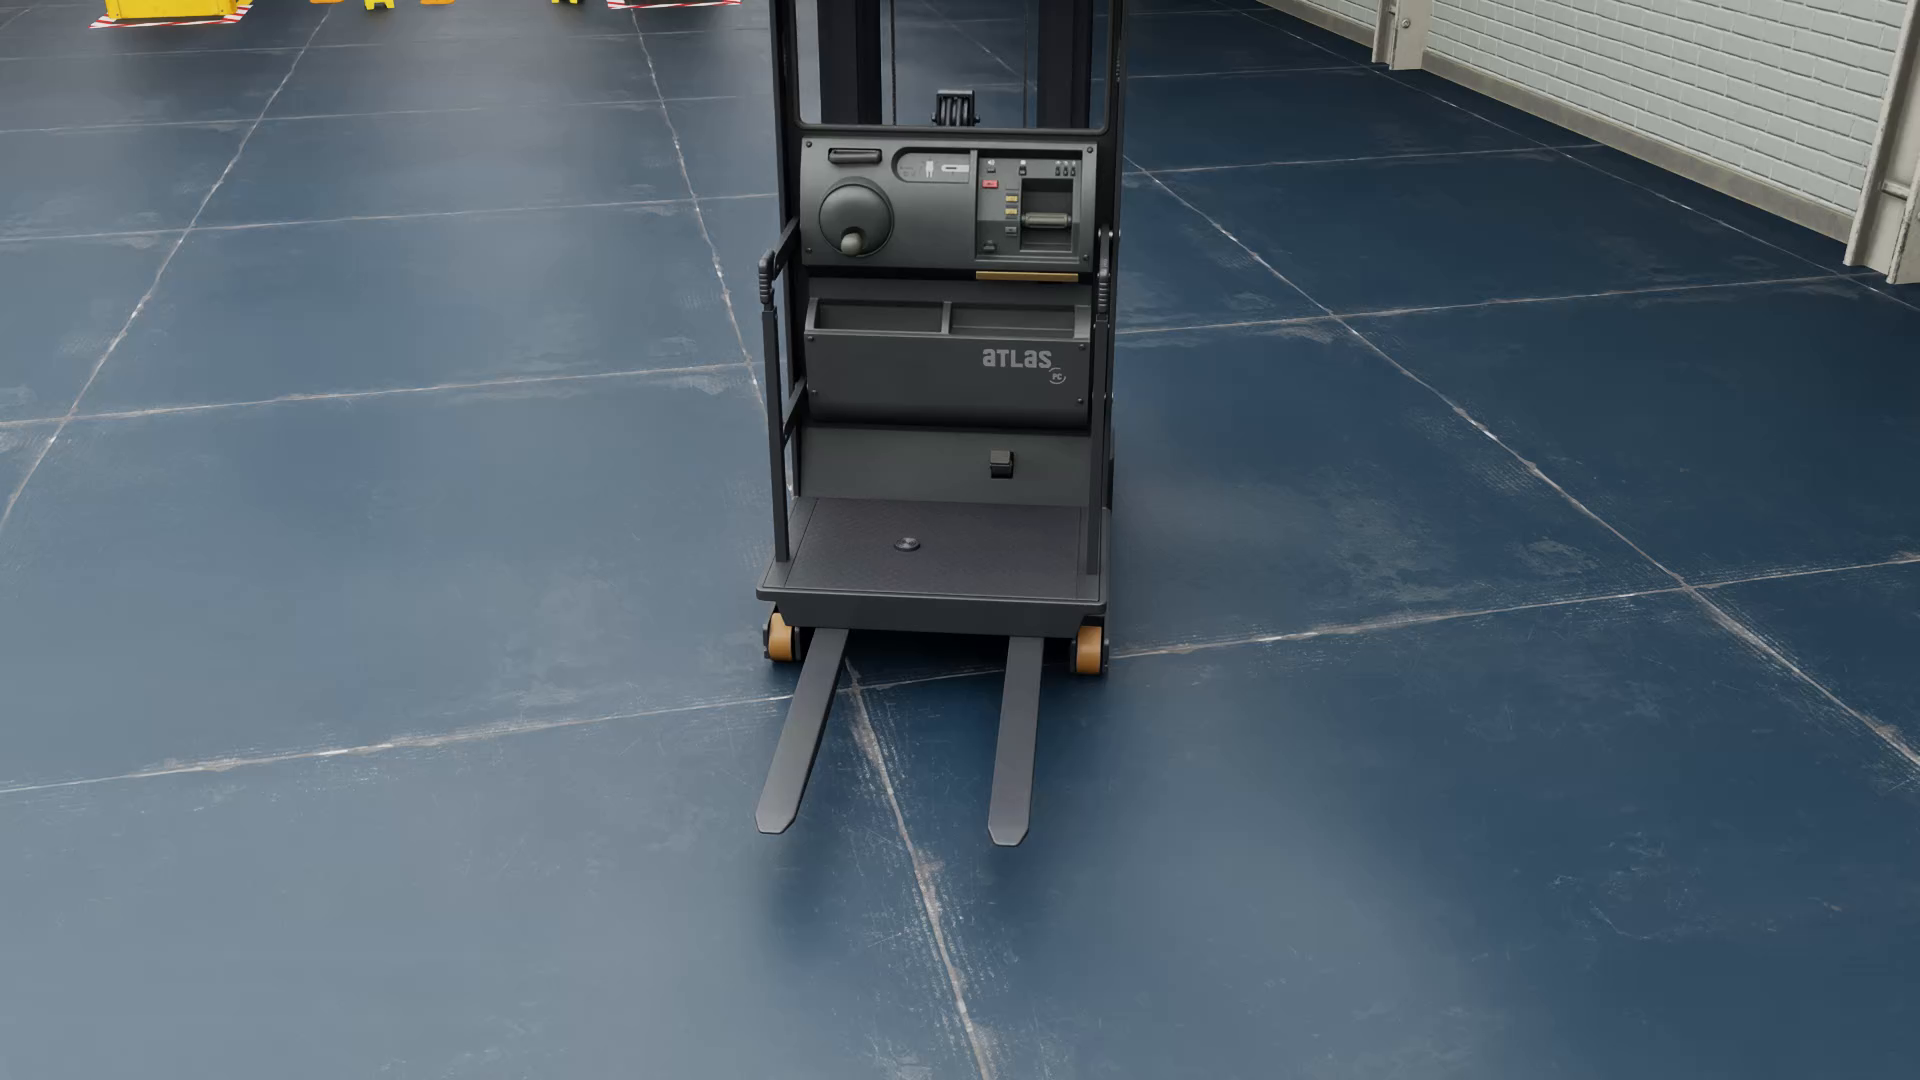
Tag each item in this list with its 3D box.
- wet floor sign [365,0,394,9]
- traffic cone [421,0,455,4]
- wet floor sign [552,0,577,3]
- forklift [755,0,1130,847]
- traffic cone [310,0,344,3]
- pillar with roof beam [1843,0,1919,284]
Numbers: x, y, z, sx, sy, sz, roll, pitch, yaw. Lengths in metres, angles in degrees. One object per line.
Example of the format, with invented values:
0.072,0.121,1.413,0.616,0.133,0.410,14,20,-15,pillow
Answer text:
-5.979,-5.779,16.984,0.267,0.644,0.232,-11,29,-20,wet floor sign
-5.474,-5.852,17.331,0.336,0.463,0.334,-6,27,-12,traffic cone
-4.115,-5.946,17.314,0.267,0.644,0.232,3,27,6,wet floor sign
-0.054,-1.027,5.032,1.130,2.935,3.031,2,27,4,forklift
-6.651,-5.887,17.399,0.336,0.463,0.334,-6,27,-12,traffic cone
0.951,-5.065,6.297,9.100,9.000,0.400,-6,27,-12,pillar with roof beam
